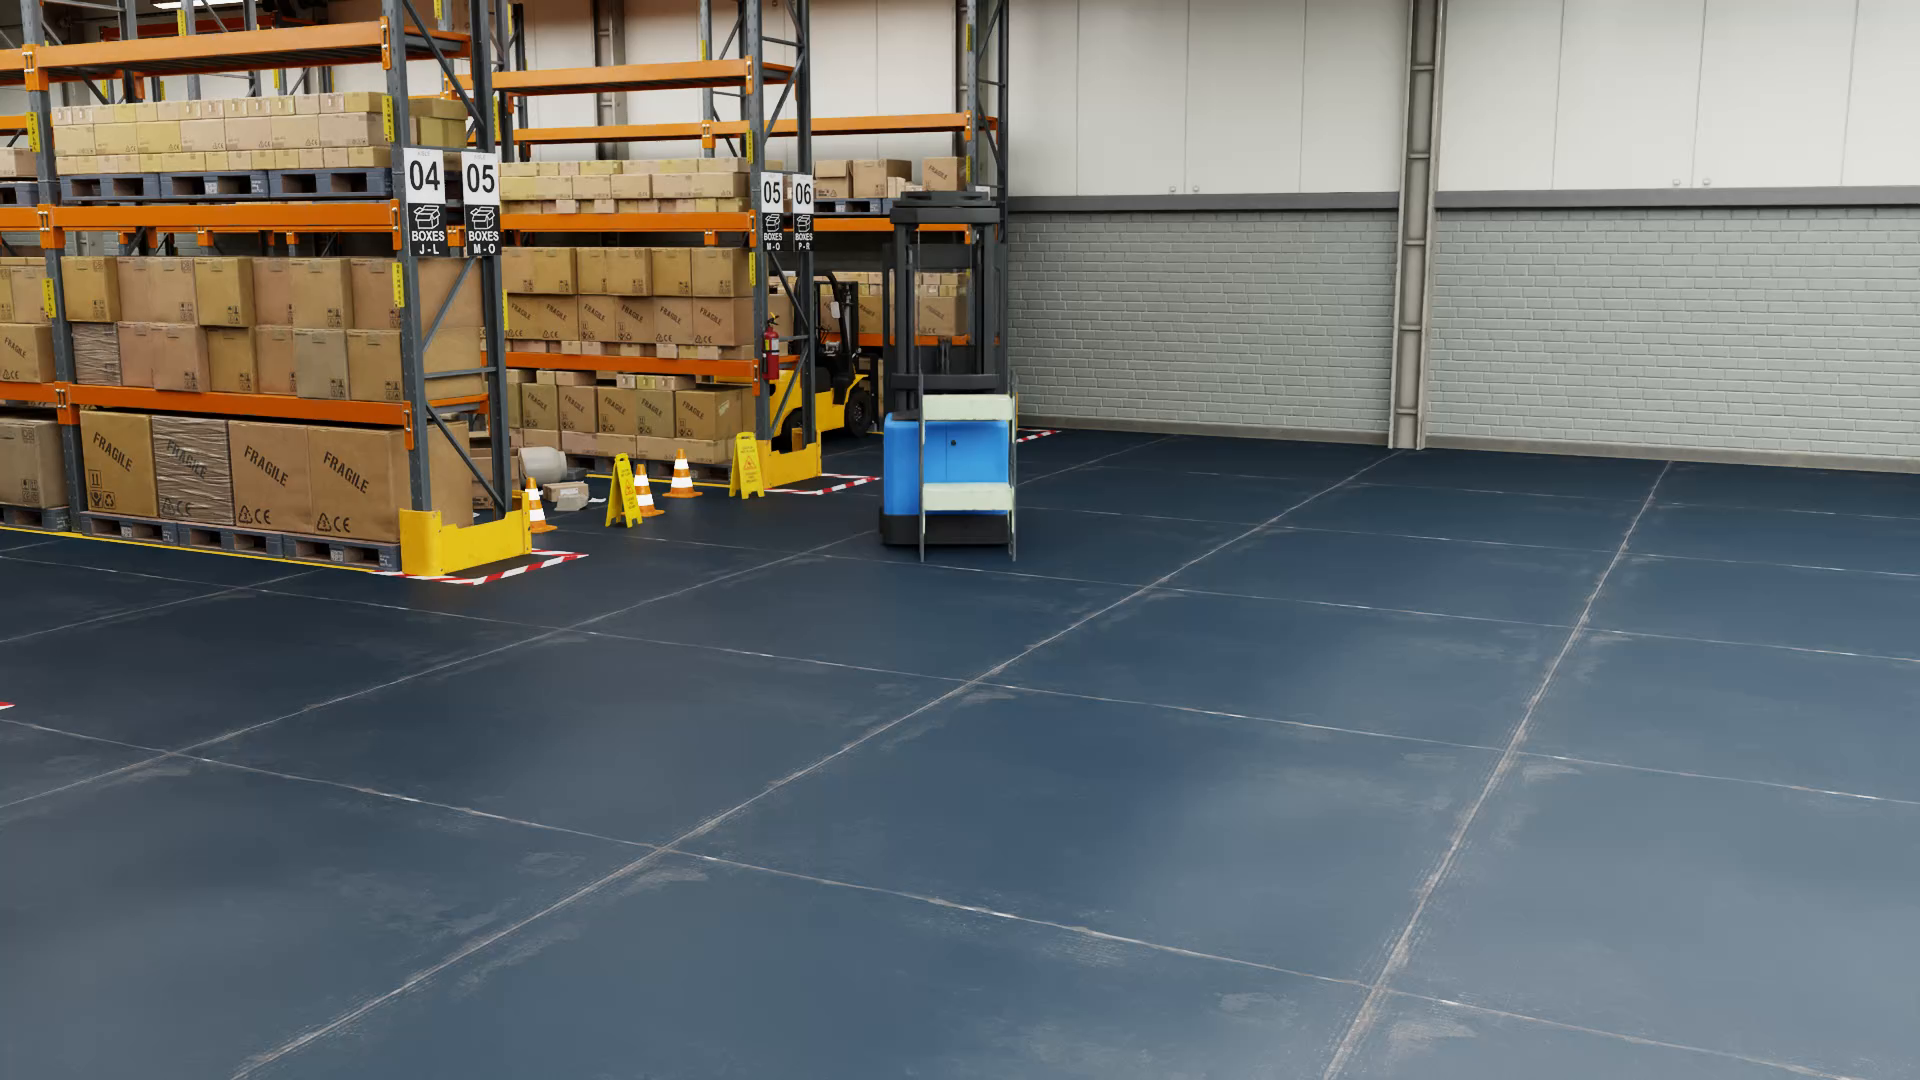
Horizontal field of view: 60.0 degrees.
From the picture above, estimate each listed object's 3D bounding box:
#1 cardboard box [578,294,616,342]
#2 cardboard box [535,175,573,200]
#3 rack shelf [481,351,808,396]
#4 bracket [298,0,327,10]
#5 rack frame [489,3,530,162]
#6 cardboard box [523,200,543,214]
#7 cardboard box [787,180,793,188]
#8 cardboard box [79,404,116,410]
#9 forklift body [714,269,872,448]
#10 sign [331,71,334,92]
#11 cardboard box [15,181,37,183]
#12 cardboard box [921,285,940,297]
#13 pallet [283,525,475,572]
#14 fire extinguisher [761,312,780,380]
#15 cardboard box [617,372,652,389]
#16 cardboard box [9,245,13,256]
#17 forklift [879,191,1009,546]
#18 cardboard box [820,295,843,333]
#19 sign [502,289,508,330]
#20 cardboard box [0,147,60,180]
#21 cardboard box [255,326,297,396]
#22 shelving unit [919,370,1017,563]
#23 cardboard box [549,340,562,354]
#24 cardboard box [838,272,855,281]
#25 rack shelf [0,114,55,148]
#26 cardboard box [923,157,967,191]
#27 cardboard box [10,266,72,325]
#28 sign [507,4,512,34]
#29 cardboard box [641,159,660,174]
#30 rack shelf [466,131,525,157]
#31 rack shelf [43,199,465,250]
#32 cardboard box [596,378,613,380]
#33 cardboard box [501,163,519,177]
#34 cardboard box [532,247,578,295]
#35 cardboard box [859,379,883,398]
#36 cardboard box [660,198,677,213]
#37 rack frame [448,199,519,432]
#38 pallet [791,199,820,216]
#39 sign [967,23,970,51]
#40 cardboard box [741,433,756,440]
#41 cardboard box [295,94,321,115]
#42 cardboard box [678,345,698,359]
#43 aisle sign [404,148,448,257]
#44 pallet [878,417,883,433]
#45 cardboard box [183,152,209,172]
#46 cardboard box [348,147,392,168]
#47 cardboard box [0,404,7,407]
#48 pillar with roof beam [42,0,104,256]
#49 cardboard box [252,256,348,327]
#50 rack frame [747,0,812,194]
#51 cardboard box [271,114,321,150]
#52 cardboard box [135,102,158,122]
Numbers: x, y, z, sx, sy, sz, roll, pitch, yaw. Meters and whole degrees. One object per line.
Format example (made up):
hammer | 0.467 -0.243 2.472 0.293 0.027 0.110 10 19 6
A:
cardboard box | -3.781 -2.416 18.042 0.500 0.500 0.500 5 11 26
cardboard box | -4.236 -3.804 17.986 0.500 0.250 0.500 5 11 26
rack shelf | -3.626 -1.902 18.339 4.000 0.370 1.077 5 11 26
bracket | -10.411 -8.670 26.761 0.430 0.232 0.235 5 11 26
rack frame | -6.814 -6.474 24.735 0.127 3.000 1.000 5 11 26
cardboard box | -4.560 -3.645 18.231 0.250 0.149 0.380 5 12 28
cardboard box | -2.588 -4.791 22.645 0.500 0.311 0.500 5 12 27
cardboard box | -11.189 -2.100 22.195 0.875 0.875 0.875 5 12 27
forklift body | -2.147 -2.332 21.077 1.214 2.155 2.313 5 11 26
sign | -10.160 -7.416 26.871 0.005 0.325 0.100 5 11 26
cardboard box | -11.932 -4.661 21.676 0.500 0.500 0.500 5 11 25
cardboard box | -0.317 -3.258 21.708 0.250 0.149 0.380 5 12 27
pallet | -4.684 0.021 13.520 1.213 0.211 1.003 5 11 26
fire extinguisher | -1.934 -1.978 16.955 0.183 0.674 0.296 5 11 26
cardboard box | -3.485 -1.722 17.935 0.250 0.149 0.380 6 12 28
cardboard box | -12.999 -3.989 22.937 0.250 0.149 0.380 5 11 27
forklift | -0.142 -1.607 14.880 1.130 2.935 3.031 0 10 -1
cardboard box | -1.573 -3.058 22.426 0.500 0.500 0.500 5 11 26
sign | -3.681 -1.853 13.395 0.005 0.325 0.100 5 11 26
cardboard box | -8.223 -3.304 14.600 0.500 0.250 0.500 5 11 26
cardboard box | -5.234 -1.500 13.675 0.550 0.550 0.875 5 11 26
shelving unit | 0.056 -0.592 13.290 0.755 1.500 0.431 -1 10 -3
cardboard box | -4.318 -2.146 18.368 0.250 0.149 0.380 5 11 26
cardboard box | -1.432 -3.521 22.326 0.250 0.149 0.380 5 11 27
rack shelf | -10.800 -5.288 21.324 4.000 0.370 1.077 5 11 26
cardboard box | -0.144 -4.669 21.441 0.500 0.500 0.500 5 12 28
cardboard box | -7.967 -2.195 14.847 0.500 0.500 0.700 5 11 25
sign | -5.163 -5.950 18.992 0.005 0.325 0.100 5 11 26
cardboard box | -3.138 -3.915 17.485 0.250 0.149 0.380 5 11 26
rack shelf | -8.607 -6.081 25.705 4.000 0.370 1.077 5 11 26
rack shelf | -5.726 -2.580 13.660 4.000 0.370 1.077 5 11 26
cardboard box | -4.313 -1.593 19.046 0.500 0.500 0.500 5 12 27
cardboard box | -4.803 -4.044 18.194 0.250 0.149 0.380 5 11 24
cardboard box | -4.234 -2.945 18.154 0.500 0.500 0.700 5 11 25
cardboard box | -1.132 -2.058 22.319 0.500 0.250 0.500 5 11 25
cardboard box | -2.935 -3.506 17.462 0.250 0.149 0.380 5 11 26
rack frame | -5.420 -2.414 19.146 0.127 3.000 1.000 5 11 26
pallet | -2.450 -4.576 22.920 1.213 0.211 1.003 5 11 26
sign | 0.108 -6.257 20.689 0.005 0.325 0.100 5 11 26
cardboard box | -2.433 -1.060 18.207 0.500 0.250 0.500 5 11 25
cardboard box | -4.837 -3.313 12.699 0.250 0.149 0.380 5 12 27
cardboard box | -2.759 -1.996 17.544 0.250 0.149 0.380 5 11 25
aisle sign | -4.001 -2.526 12.465 0.004 0.787 0.394 5 11 26
pallet | -0.344 -1.573 22.330 1.213 0.211 1.003 5 11 26
cardboard box | -5.979 -3.021 13.322 0.250 0.149 0.380 5 11 27
cardboard box | -4.380 -2.881 12.547 0.250 0.149 0.380 5 11 26
cardboard box | -9.814 -0.900 15.916 0.750 0.750 1.050 5 11 27
pillar with roof beam | -17.912 -6.774 26.389 0.548 9.000 9.100 5 11 26
cardboard box | -5.224 -2.035 13.600 0.550 0.550 0.875 5 11 26
rack frame | -1.832 -5.051 16.870 0.127 3.000 1.000 5 11 26
cardboard box | -4.943 -3.138 12.851 0.500 0.250 0.500 5 11 26
cardboard box | -6.428 -3.453 13.471 0.250 0.149 0.380 5 11 26
